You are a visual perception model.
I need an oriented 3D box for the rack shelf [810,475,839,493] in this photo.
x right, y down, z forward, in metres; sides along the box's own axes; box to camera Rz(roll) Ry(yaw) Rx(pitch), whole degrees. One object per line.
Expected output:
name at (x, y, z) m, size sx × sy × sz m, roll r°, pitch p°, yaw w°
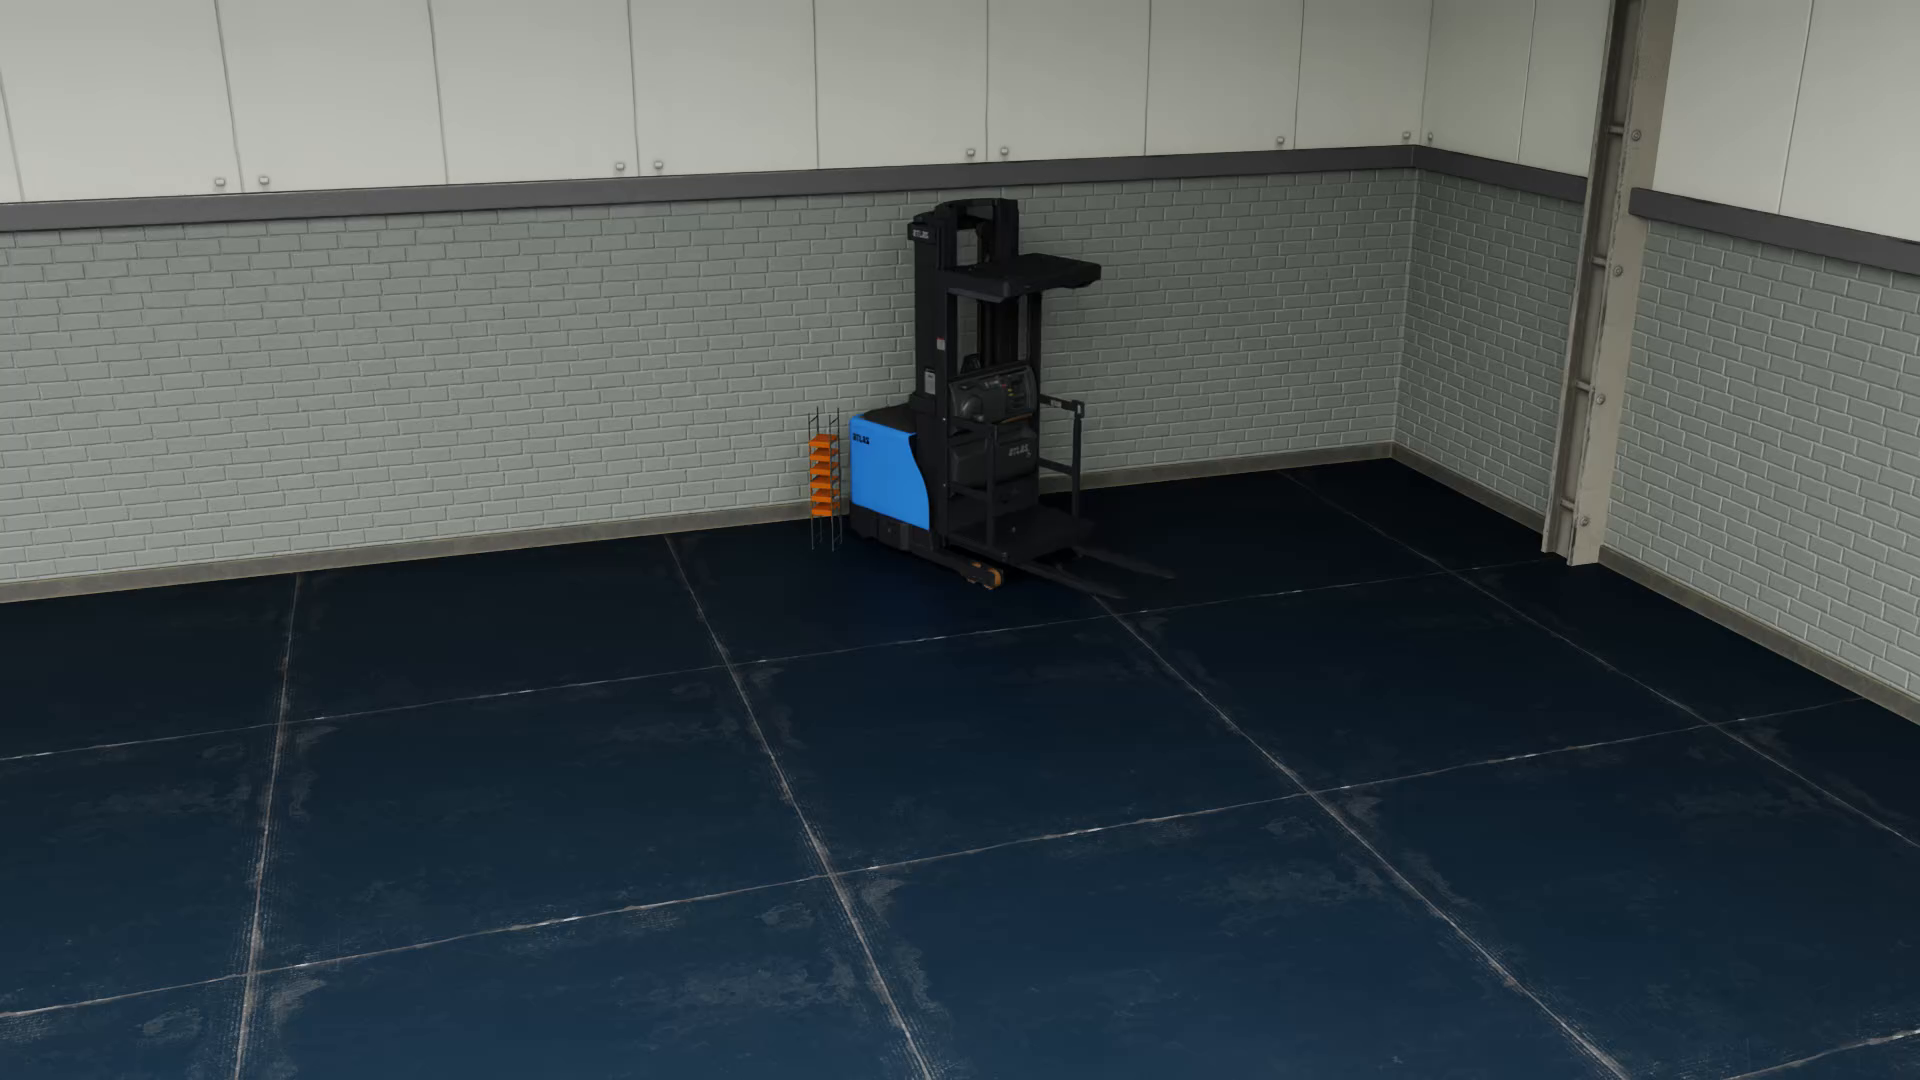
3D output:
rack shelf at (-1.139, -0.473, 14.091) m, size 0.180 × 0.103 × 0.258 m, roll 5°, pitch 20°, yaw 14°

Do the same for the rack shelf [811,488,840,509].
rack shelf at (-1.139, -0.360, 14.131) m, size 0.180 × 0.103 × 0.258 m, roll 5°, pitch 20°, yaw 14°

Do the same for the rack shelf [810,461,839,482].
rack shelf at (-1.139, -0.586, 14.050) m, size 0.180 × 0.103 × 0.258 m, roll 5°, pitch 20°, yaw 14°

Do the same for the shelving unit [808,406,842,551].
shelving unit at (-1.139, -0.515, 14.076) m, size 0.189 × 1.200 × 0.258 m, roll 5°, pitch 20°, yaw 14°

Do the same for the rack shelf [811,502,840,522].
rack shelf at (-1.139, -0.247, 14.172) m, size 0.180 × 0.103 × 0.258 m, roll 5°, pitch 20°, yaw 14°

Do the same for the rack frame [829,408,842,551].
rack frame at (-1.051, -0.507, 14.054) m, size 0.006 × 1.200 × 0.240 m, roll 5°, pitch 20°, yaw 14°

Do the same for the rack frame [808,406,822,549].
rack frame at (-1.228, -0.523, 14.098) m, size 0.006 × 1.200 × 0.240 m, roll 5°, pitch 20°, yaw 14°

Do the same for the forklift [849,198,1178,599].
forklift at (0.419, -1.178, 13.360) m, size 1.130 × 2.935 × 3.031 m, roll -18°, pitch 26°, yaw -40°

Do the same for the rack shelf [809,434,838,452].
rack shelf at (-1.139, -0.812, 13.969) m, size 0.180 × 0.103 × 0.258 m, roll 5°, pitch 20°, yaw 14°

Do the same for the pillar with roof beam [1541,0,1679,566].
pillar with roof beam at (1.069, -3.643, 11.246) m, size 9.100 × 9.000 × 0.400 m, roll -6°, pitch 21°, yaw -17°

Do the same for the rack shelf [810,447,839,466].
rack shelf at (-1.139, -0.699, 14.010) m, size 0.180 × 0.103 × 0.258 m, roll 5°, pitch 20°, yaw 14°
